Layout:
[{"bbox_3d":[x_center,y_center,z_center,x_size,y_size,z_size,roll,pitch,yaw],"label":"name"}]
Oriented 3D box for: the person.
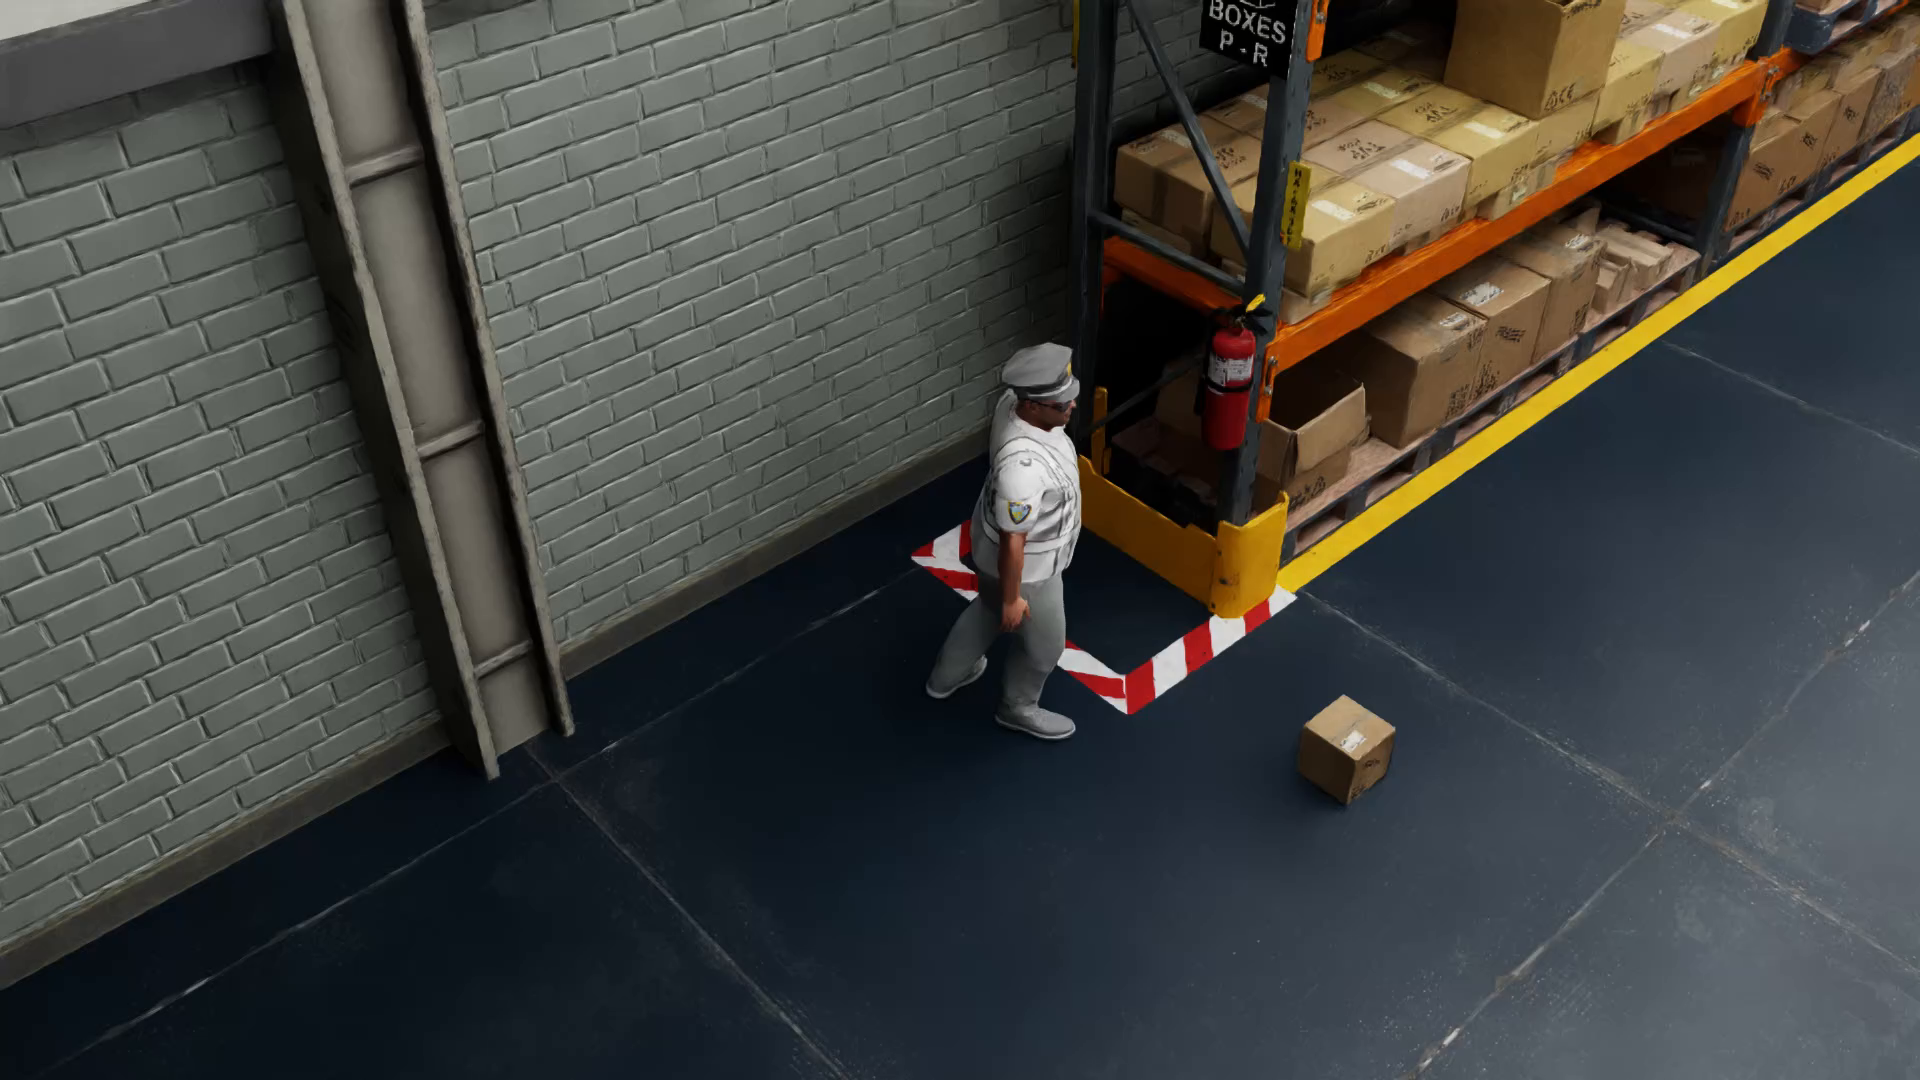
[{"bbox_3d":[0.159,0.026,6.118,0.593,1.754,0.596,-1,40,-1],"label":"person"}]
